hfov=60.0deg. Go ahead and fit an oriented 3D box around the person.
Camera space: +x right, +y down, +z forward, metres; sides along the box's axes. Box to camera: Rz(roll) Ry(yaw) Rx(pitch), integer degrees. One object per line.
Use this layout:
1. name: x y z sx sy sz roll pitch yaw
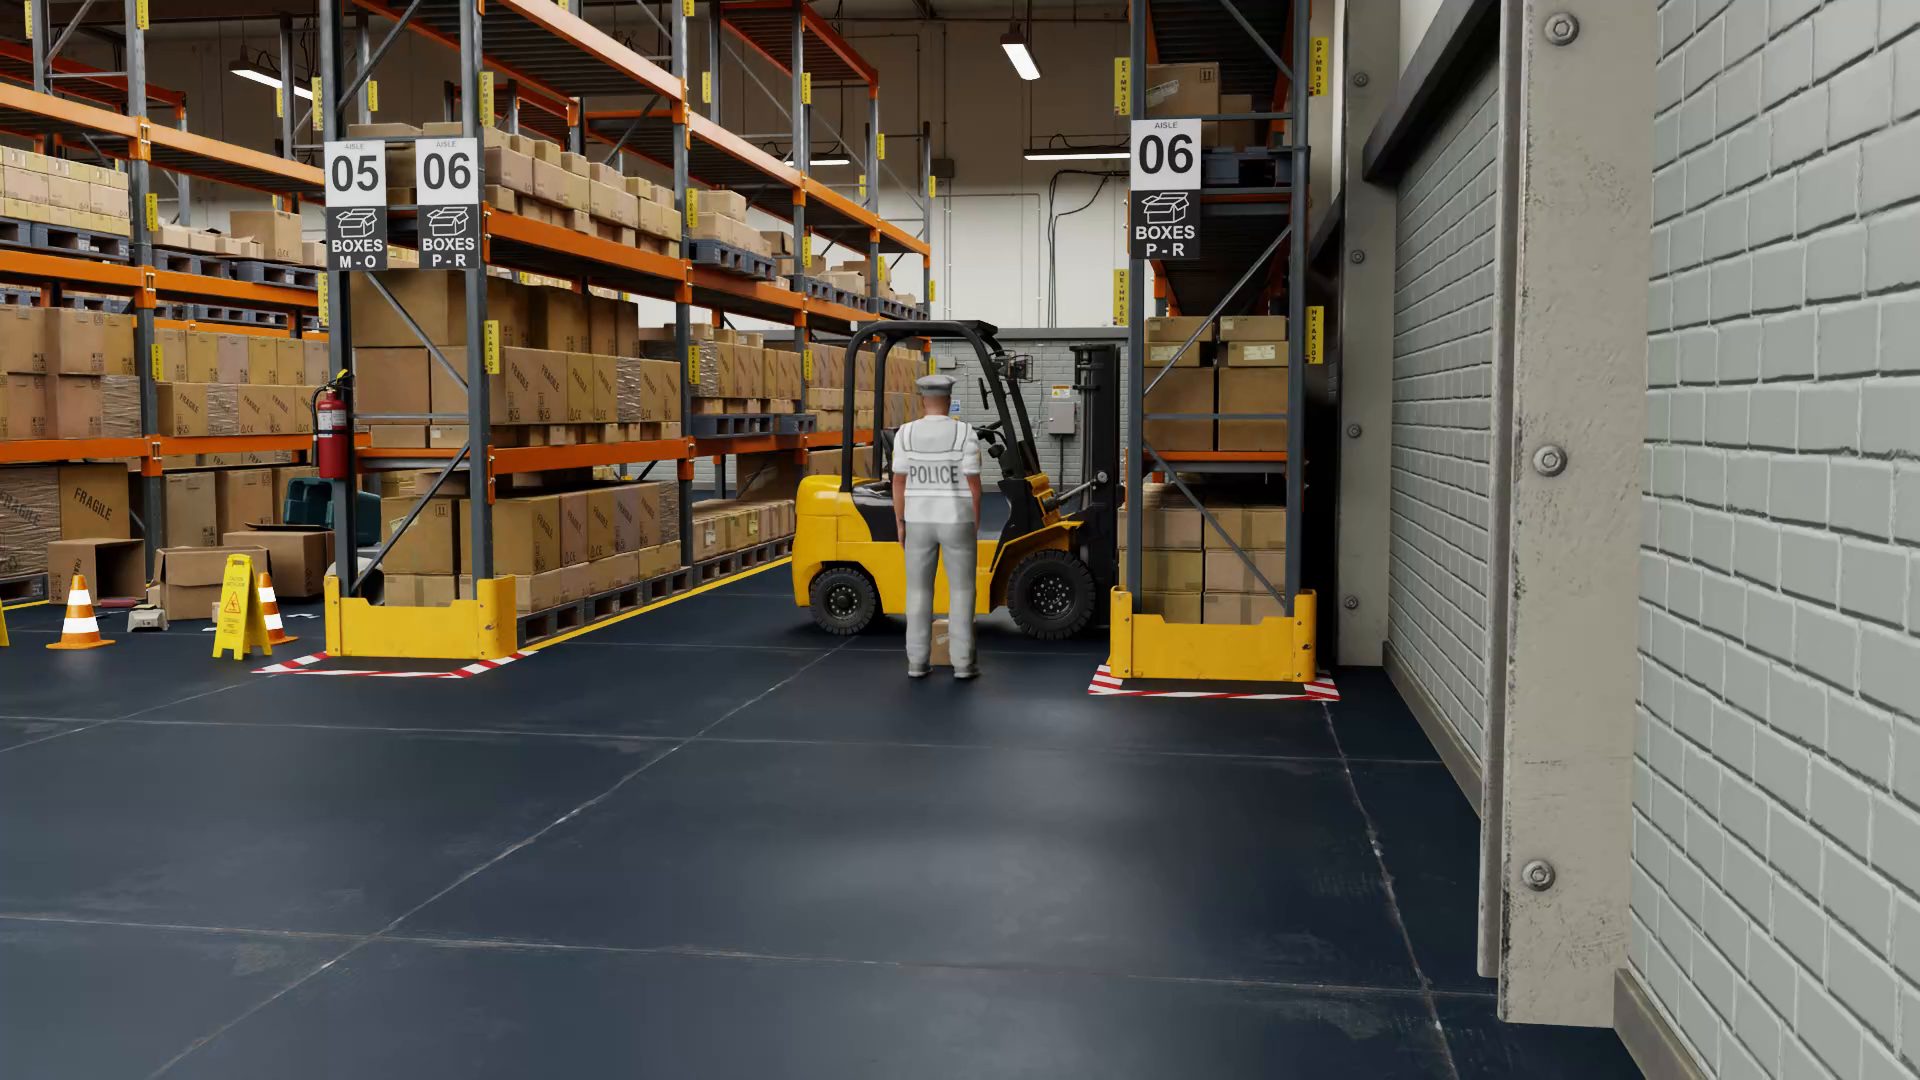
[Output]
1. person: -0.127 -0.078 9.653 0.527 1.752 0.393 1 4 10
